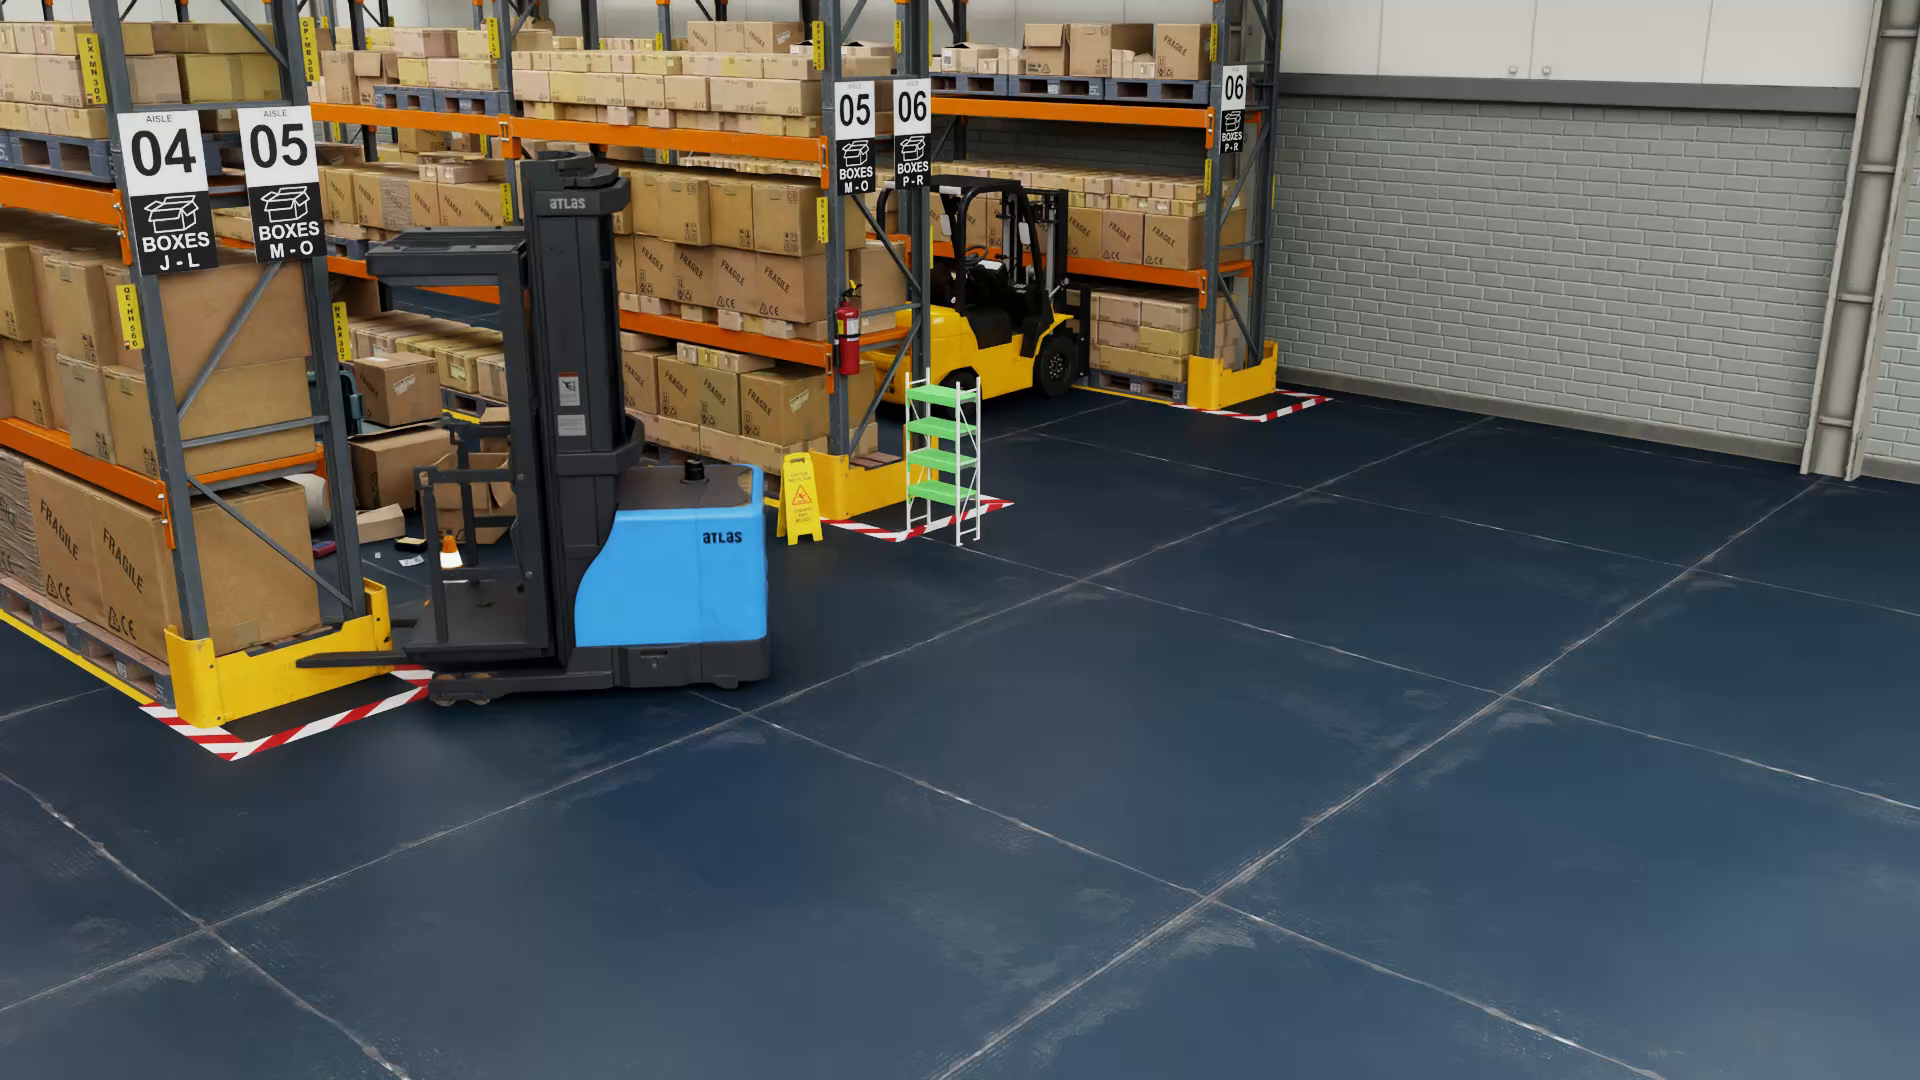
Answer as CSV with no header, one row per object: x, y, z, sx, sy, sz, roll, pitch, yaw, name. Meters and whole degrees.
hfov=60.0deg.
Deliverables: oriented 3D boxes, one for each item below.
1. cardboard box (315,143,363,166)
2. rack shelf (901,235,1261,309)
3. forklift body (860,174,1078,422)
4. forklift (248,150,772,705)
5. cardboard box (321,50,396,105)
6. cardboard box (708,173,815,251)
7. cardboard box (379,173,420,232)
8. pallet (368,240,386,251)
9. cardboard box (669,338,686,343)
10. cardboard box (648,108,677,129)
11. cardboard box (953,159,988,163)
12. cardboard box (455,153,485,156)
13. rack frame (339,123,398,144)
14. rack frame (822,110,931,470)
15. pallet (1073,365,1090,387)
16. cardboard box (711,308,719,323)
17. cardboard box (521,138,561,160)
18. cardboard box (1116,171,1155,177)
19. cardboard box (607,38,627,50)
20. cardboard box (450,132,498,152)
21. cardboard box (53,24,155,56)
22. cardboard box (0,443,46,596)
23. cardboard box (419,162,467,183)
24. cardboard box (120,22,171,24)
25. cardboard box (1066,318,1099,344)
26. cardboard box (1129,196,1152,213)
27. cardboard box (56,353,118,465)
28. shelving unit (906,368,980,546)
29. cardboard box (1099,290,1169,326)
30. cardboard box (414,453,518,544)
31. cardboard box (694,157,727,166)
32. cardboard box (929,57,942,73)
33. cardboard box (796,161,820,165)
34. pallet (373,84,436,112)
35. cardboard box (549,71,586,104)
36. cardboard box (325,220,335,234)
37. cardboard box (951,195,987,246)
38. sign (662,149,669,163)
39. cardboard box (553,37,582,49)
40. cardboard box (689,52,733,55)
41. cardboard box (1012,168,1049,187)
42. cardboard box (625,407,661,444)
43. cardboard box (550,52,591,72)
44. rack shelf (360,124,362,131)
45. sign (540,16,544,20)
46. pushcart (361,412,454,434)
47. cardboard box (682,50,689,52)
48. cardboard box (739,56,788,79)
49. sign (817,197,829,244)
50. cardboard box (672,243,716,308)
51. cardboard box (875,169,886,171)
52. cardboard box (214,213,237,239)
-6.795,-4.006,17.956,0.500,0.500,0.500,14,22,37,cardboard box
1.192,-2.903,17.490,4.000,0.370,1.077,15,23,39,rack shelf
0.058,-2.408,16.143,1.214,2.155,2.313,15,23,39,forklift body
-2.629,-0.648,9.309,3.031,2.935,1.130,-2,18,-6,forklift
-5.886,-4.612,16.561,0.500,0.500,0.700,15,23,39,cardboard box
-1.505,-2.543,12.857,0.500,0.500,0.700,15,23,40,cardboard box
-5.240,-3.264,16.085,0.500,0.500,0.500,14,22,37,cardboard box
-5.080,-2.847,16.442,1.213,0.211,1.003,15,23,39,pallet
-2.212,-1.509,14.519,0.500,0.500,0.500,17,24,42,cardboard box
-2.235,-3.337,13.126,0.250,0.149,0.380,15,23,39,cardboard box
0.135,-4.151,18.502,0.250,0.149,0.380,15,23,39,cardboard box
-7.215,-5.469,24.140,0.500,0.250,0.500,15,23,39,cardboard box
-9.280,-6.057,26.239,0.127,3.000,1.000,15,23,39,rack frame
-0.605,-1.721,12.575,0.127,3.000,1.000,15,23,39,rack frame
1.179,-1.905,17.764,1.213,0.211,1.003,15,23,39,pallet
-1.778,-1.838,13.359,0.250,0.149,0.380,15,23,40,cardboard box
-5.687,-5.250,22.836,0.500,0.500,0.700,15,23,40,cardboard box
1.809,-3.669,16.985,0.250,0.149,0.380,16,24,41,cardboard box
-4.271,-6.322,21.212,0.250,0.149,0.380,15,23,38,cardboard box
-7.225,-6.041,24.704,0.500,0.500,0.500,14,23,38,cardboard box
-4.292,-2.509,8.338,0.250,0.149,0.380,15,23,40,cardboard box
-5.706,-0.249,10.755,0.875,0.875,0.875,15,23,40,cardboard box
-4.836,-3.449,15.598,0.250,0.149,0.380,14,22,37,cardboard box
-4.613,-2.862,9.449,0.250,0.149,0.380,15,23,38,cardboard box
1.348,-2.201,17.114,0.500,0.250,0.500,14,23,38,cardboard box
1.878,-3.318,16.371,0.250,0.149,0.380,16,23,40,cardboard box
-4.548,-0.822,9.494,0.550,0.550,0.875,15,23,39,cardboard box
-0.124,-0.605,12.035,0.503,1.200,0.258,15,23,39,shelving unit
1.750,-2.334,16.705,0.500,0.250,0.500,16,23,40,cardboard box
-3.599,-0.311,12.259,0.637,0.503,0.797,0,18,2,cardboard box
-3.053,-4.624,20.484,0.250,0.149,0.380,16,23,40,cardboard box
-0.170,-5.047,17.652,0.250,0.149,0.380,16,23,40,cardboard box
-1.757,-4.484,20.045,0.250,0.149,0.380,16,24,41,cardboard box
-4.765,-4.220,15.801,1.003,0.211,1.213,15,23,39,pallet
-3.057,-3.772,13.836,0.500,0.250,0.500,15,23,39,cardboard box
-6.279,-3.236,17.070,0.250,0.149,0.380,13,22,36,cardboard box
0.255,-3.446,17.847,0.500,0.500,0.500,16,23,40,cardboard box
-3.649,-4.840,20.621,0.005,0.325,0.100,15,23,39,sign
-5.165,-6.498,21.735,0.250,0.149,0.380,15,23,40,cardboard box
-1.991,-3.910,13.612,0.250,0.149,0.380,15,23,40,cardboard box
0.753,-3.774,17.317,0.250,0.149,0.380,15,23,39,cardboard box
-2.529,-1.023,14.229,0.500,0.250,0.500,15,23,39,cardboard box
-3.172,-3.976,13.820,0.250,0.149,0.380,14,22,38,cardboard box
-8.084,-4.815,18.557,4.000,0.370,1.077,15,23,39,rack shelf
-5.922,-7.244,23.514,0.005,0.325,0.100,15,23,39,sign
-5.072,-0.748,13.845,0.936,0.377,1.648,7,19,21,pushcart
-3.237,-5.878,20.243,0.250,0.166,0.380,15,23,39,cardboard box
-1.424,-3.519,12.381,0.250,0.149,0.380,15,23,39,cardboard box
-0.988,-2.302,11.969,0.005,0.325,0.100,15,23,39,sign
-1.937,-2.160,13.301,0.500,0.500,0.500,15,23,39,cardboard box
-1.060,-4.132,18.934,0.250,0.149,0.380,15,23,39,cardboard box
-7.897,-3.502,18.436,0.500,0.250,0.500,15,23,39,cardboard box
